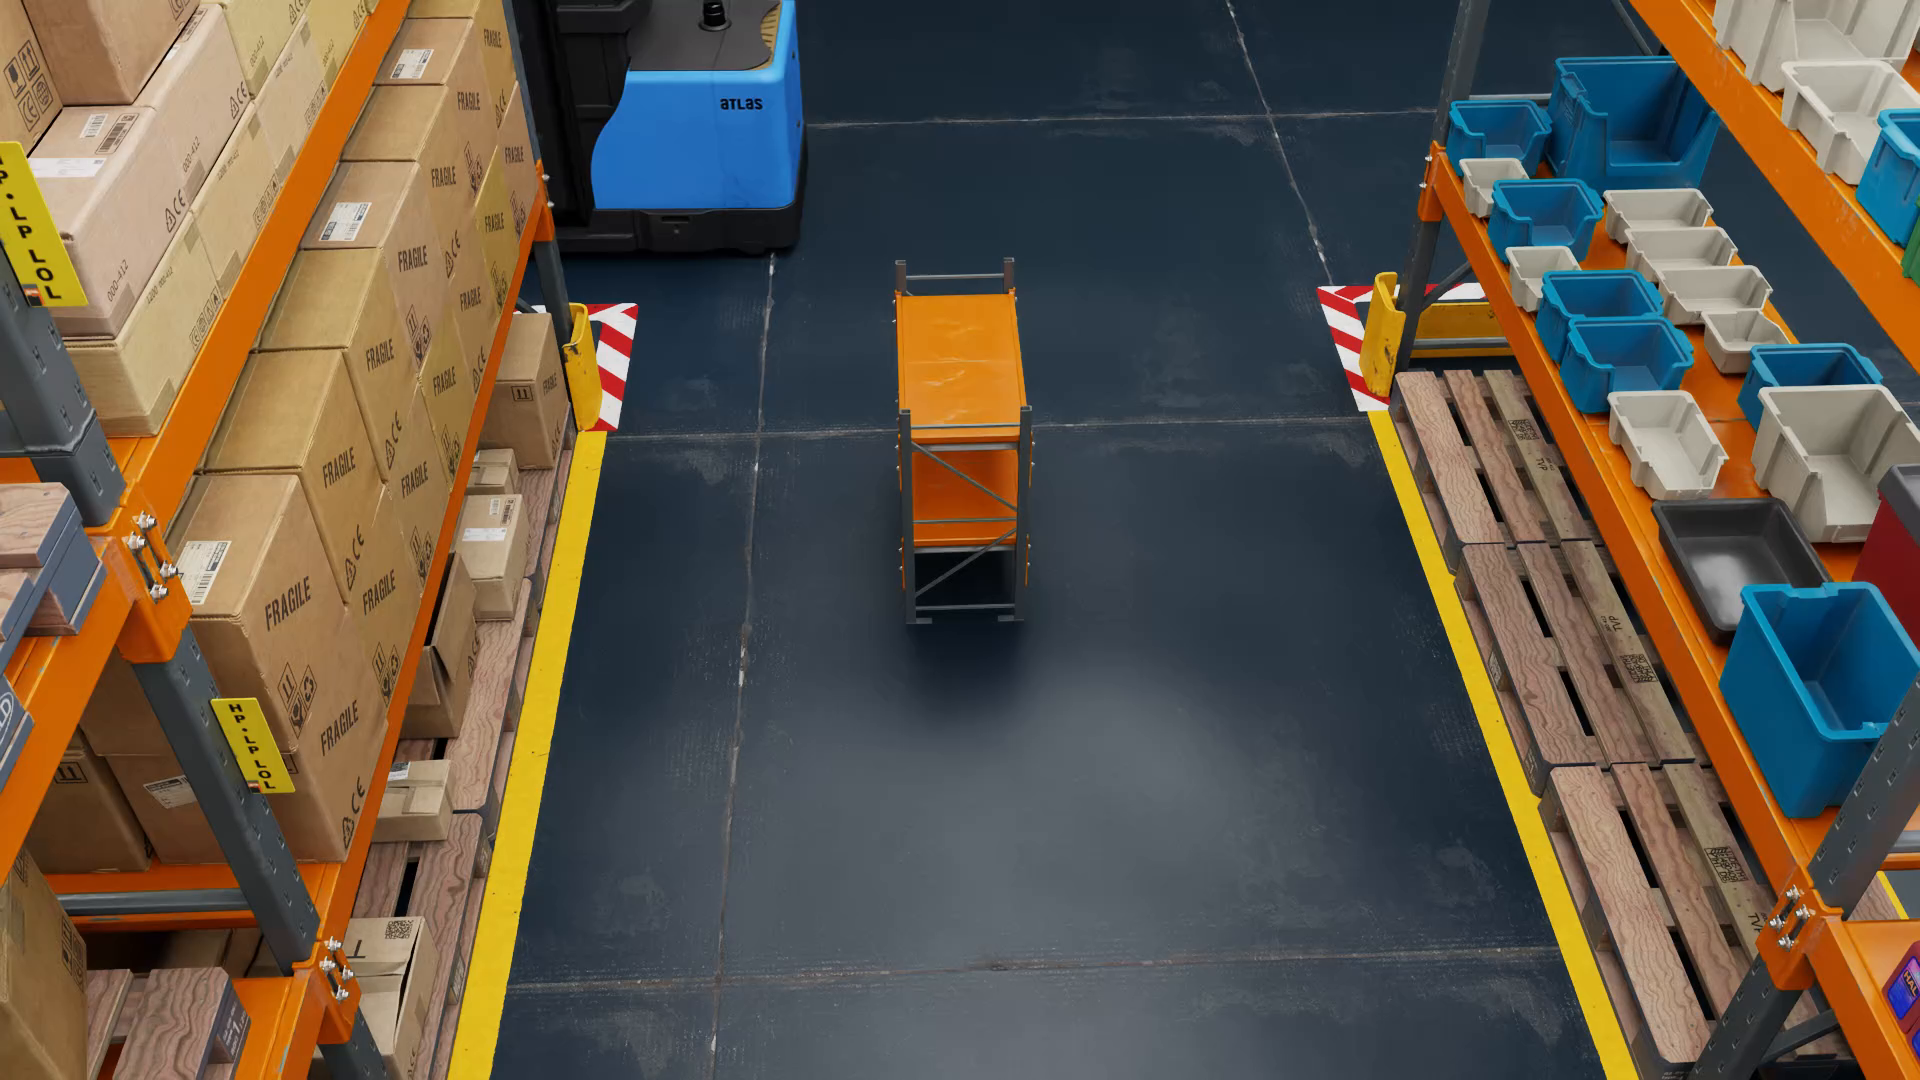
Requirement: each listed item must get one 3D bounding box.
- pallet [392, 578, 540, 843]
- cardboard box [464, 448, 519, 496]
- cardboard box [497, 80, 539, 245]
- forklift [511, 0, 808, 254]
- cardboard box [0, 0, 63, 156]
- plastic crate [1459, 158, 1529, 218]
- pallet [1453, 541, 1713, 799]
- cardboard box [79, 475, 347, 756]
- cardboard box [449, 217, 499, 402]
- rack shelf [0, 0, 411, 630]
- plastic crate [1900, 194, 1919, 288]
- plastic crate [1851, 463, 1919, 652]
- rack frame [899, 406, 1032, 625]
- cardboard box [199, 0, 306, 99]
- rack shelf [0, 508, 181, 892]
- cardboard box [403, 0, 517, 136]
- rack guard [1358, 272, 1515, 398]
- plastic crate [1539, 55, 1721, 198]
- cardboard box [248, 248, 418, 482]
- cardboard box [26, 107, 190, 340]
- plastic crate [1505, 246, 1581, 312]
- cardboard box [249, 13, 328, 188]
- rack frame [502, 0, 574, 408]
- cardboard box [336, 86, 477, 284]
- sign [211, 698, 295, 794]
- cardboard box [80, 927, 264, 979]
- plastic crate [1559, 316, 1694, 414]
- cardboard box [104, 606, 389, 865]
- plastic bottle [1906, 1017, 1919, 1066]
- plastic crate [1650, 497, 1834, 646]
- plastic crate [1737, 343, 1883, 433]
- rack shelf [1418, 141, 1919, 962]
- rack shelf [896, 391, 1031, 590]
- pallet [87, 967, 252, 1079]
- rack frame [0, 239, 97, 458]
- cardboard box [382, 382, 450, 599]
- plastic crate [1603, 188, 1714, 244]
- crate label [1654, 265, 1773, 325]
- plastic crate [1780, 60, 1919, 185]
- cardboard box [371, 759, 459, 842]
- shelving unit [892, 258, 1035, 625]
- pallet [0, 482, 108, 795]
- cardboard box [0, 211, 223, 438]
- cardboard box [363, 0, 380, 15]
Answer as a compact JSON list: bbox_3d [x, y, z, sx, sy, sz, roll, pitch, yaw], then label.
[{"bbox_3d":[-2.253,0.658,6.526,1.003,0.211,1.213,-2,43,-2],"label":"pallet"},{"bbox_3d":[-2.143,-0.263,7.238,0.380,0.166,0.250,-2,43,-2],"label":"cardboard box"},{"bbox_3d":[-2.049,-1.524,6.768,0.500,0.500,0.500,0,43,0],"label":"cardboard box"},{"bbox_3d":[-2.399,-2.959,8.459,3.031,2.935,1.130,0,43,0],"label":"forklift"},{"bbox_3d":[-2.229,-0.919,3.149,0.700,0.500,0.500,-2,43,-2],"label":"cardboard box"},{"bbox_3d":[2.222,-1.451,6.913,0.250,0.136,0.298,-2,43,-2],"label":"plastic crate"},{"bbox_3d":[2.654,0.486,6.713,1.003,0.211,1.213,-2,43,-2],"label":"pallet"},{"bbox_3d":[-1.909,0.187,4.161,0.500,0.500,0.500,-1,43,-1],"label":"cardboard box"},{"bbox_3d":[-2.008,-0.837,6.018,0.500,0.500,0.500,-1,43,-1],"label":"cardboard box"},{"bbox_3d":[-2.255,-1.272,4.880,1.077,0.370,4.000,-2,43,-2],"label":"rack shelf"},{"bbox_3d":[2.459,-0.526,3.690,0.450,0.188,0.662,-2,43,-2],"label":"plastic crate"},{"bbox_3d":[2.992,0.124,4.953,0.402,0.464,0.583,-2,43,-2],"label":"plastic crate"},{"bbox_3d":[0.021,-0.076,6.650,0.500,1.125,0.032,-2,43,-2],"label":"rack frame"},{"bbox_3d":[-1.975,-1.326,4.148,0.500,0.250,0.500,-2,43,-2],"label":"cardboard box"},{"bbox_3d":[-2.085,1.429,1.934,1.077,0.370,4.000,-2,43,-2],"label":"rack shelf"},{"bbox_3d":[-2.046,-1.894,6.432,0.500,0.500,0.500,-2,43,-2],"label":"cardboard box"},{"bbox_3d":[2.595,-1.015,8.137,1.175,0.500,0.348,-2,43,-2],"label":"rack guard"},{"bbox_3d":[2.810,-1.735,7.002,0.616,0.435,0.499,-2,43,-2],"label":"plastic crate"},{"bbox_3d":[-1.953,-0.508,4.920,0.500,0.500,0.500,-3,43,-3],"label":"cardboard box"},{"bbox_3d":[-1.943,-0.651,3.411,0.500,0.250,0.500,-2,43,-2],"label":"cardboard box"},{"bbox_3d":[2.250,-0.993,6.414,0.250,0.136,0.298,-2,43,-2],"label":"plastic crate"},{"bbox_3d":[-1.981,-1.142,4.317,0.500,0.250,0.500,-2,43,-2],"label":"cardboard box"},{"bbox_3d":[-2.340,-1.781,7.123,1.000,3.000,0.127,-2,43,-2],"label":"rack frame"},{"bbox_3d":[-1.997,-1.203,5.679,0.500,0.500,0.500,-1,43,-1],"label":"cardboard box"},{"bbox_3d":[-1.616,0.474,3.806,0.100,0.325,0.005,-2,43,-2],"label":"sign"},{"bbox_3d":[-2.478,1.302,5.284,0.500,0.500,0.500,-2,43,-2],"label":"cardboard box"},{"bbox_3d":[2.359,-0.614,5.929,0.416,0.233,0.300,-2,43,-2],"label":"plastic crate"},{"bbox_3d":[-1.920,0.530,4.527,0.500,0.500,0.500,-1,43,-1],"label":"cardboard box"},{"bbox_3d":[2.374,1.172,3.987,0.061,0.283,0.133,-2,43,-2],"label":"plastic bottle"},{"bbox_3d":[2.463,0.111,5.218,0.437,0.125,0.590,-2,43,-2],"label":"plastic crate"},{"bbox_3d":[2.952,-0.502,5.807,0.416,0.233,0.300,-2,43,-2],"label":"plastic crate"},{"bbox_3d":[2.694,-0.306,6.046,1.077,0.370,4.000,-2,43,-2],"label":"rack shelf"},{"bbox_3d":[0.000,-0.239,7.190,0.538,0.278,1.000,-2,43,-2],"label":"rack shelf"},{"bbox_3d":[-2.245,1.532,3.650,1.003,0.211,1.213,-2,43,-2],"label":"pallet"},{"bbox_3d":[-2.170,-1.292,2.150,1.000,3.000,0.127,-2,43,-2],"label":"rack frame"},{"bbox_3d":[-1.963,-0.153,5.273,0.500,0.500,0.500,-2,43,-2],"label":"cardboard box"},{"bbox_3d":[2.825,-1.301,6.749,0.396,0.136,0.243,-2,43,-2],"label":"plastic crate"},{"bbox_3d":[2.859,-0.917,6.331,0.396,0.136,0.243,-2,43,-2],"label":"crate label"},{"bbox_3d":[2.345,-1.077,4.330,0.293,0.136,0.466,-2,43,-2],"label":"plastic crate"},{"bbox_3d":[-2.019,0.928,5.939,0.380,0.166,0.250,-2,43,-2],"label":"cardboard box"},{"bbox_3d":[0.000,-0.419,7.025,0.538,1.125,1.048,-2,43,-2],"label":"shelving unit"},{"bbox_3d":[-2.213,0.325,2.745,1.213,0.211,1.003,-2,43,-2],"label":"pallet"},{"bbox_3d":[-1.944,-0.467,3.580,0.500,0.250,0.500,-2,43,-2],"label":"cardboard box"},{"bbox_3d":[-2.010,-1.817,5.054,0.500,0.250,0.500,-2,43,-2],"label":"cardboard box"}]
